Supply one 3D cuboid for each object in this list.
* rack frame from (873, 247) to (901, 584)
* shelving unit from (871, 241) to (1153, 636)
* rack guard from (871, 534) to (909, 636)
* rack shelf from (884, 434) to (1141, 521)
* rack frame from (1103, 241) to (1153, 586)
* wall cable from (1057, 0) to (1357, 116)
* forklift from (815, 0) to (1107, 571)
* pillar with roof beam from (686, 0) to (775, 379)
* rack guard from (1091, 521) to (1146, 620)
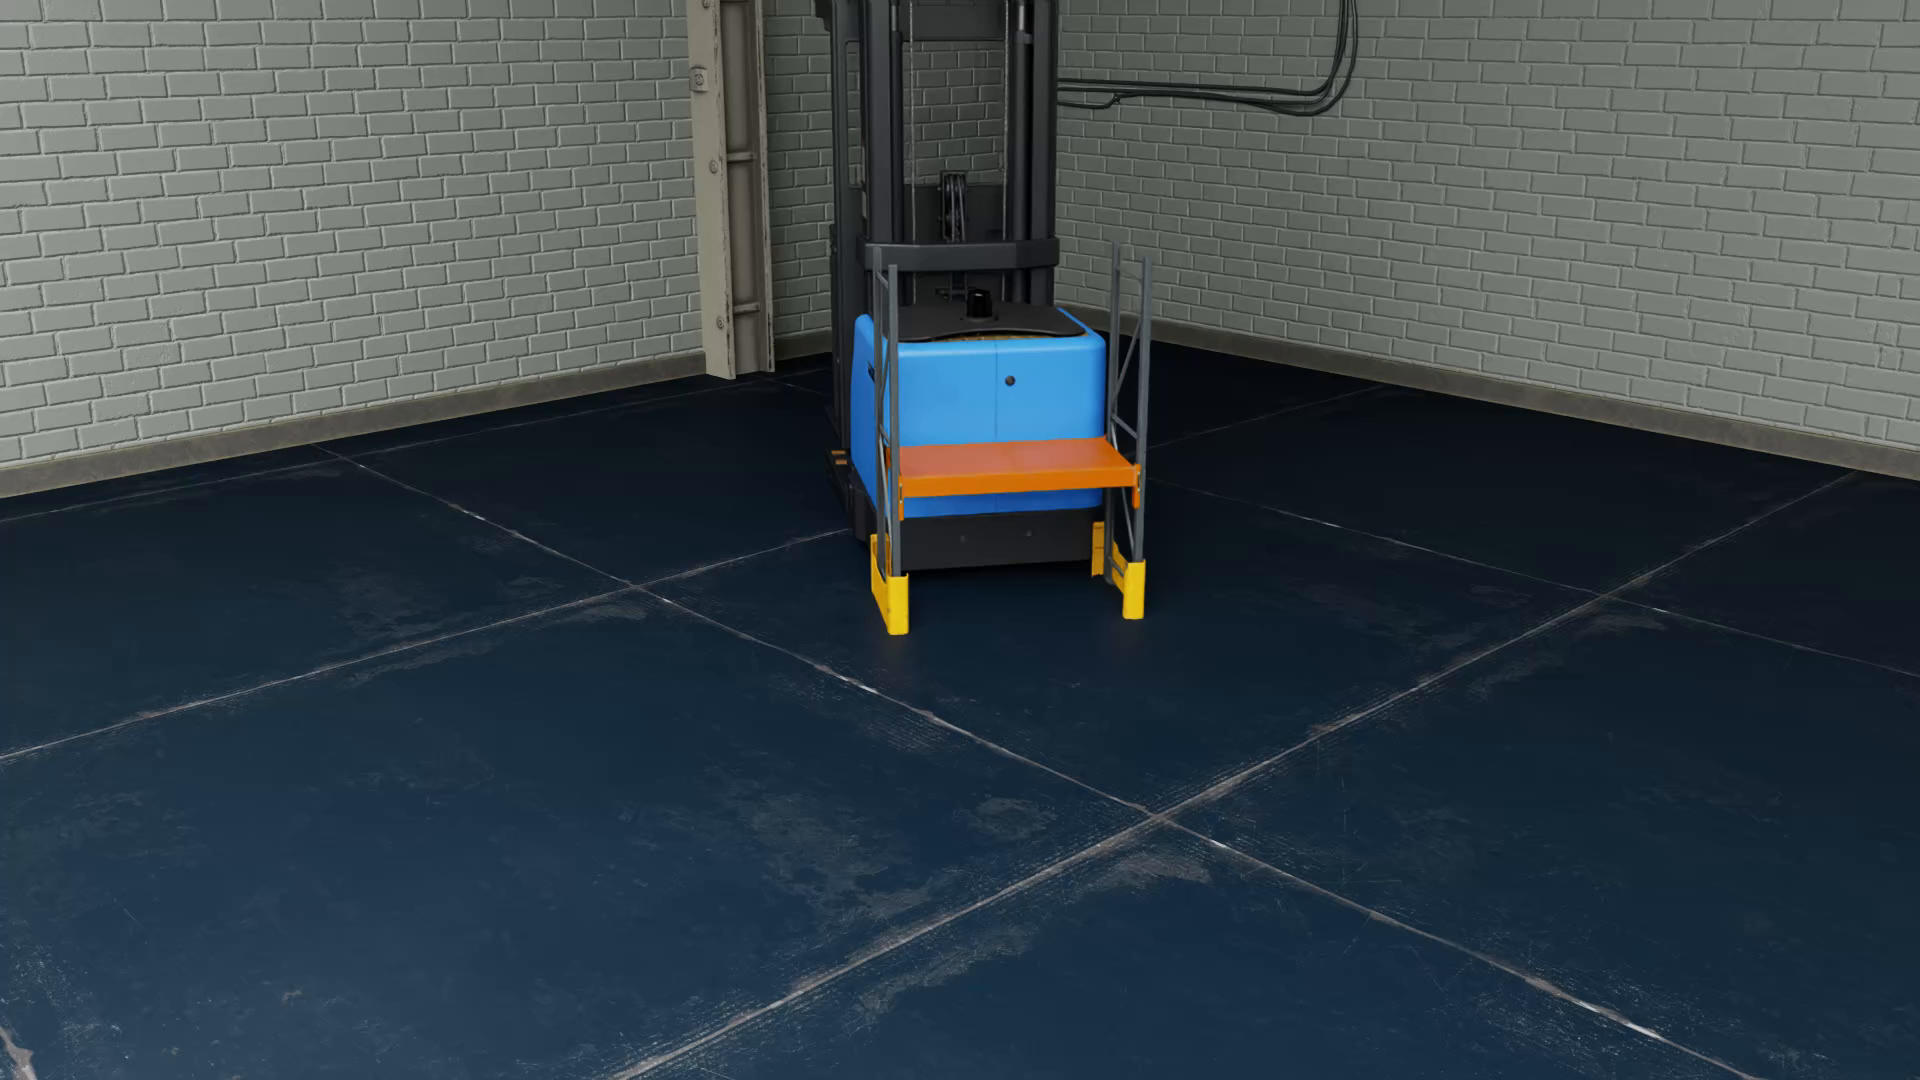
[{"bbox_3d":[-0.299,-0.413,6.828,0.032,1.500,0.500,-3,18,-10],"label":"rack frame"},{"bbox_3d":[0.192,-0.441,6.914,1.083,1.500,0.587,-3,18,-10],"label":"shelving unit"},{"bbox_3d":[-0.298,0.181,7.021,0.087,0.250,0.587,-3,18,-10],"label":"rack guard"},{"bbox_3d":[0.201,-0.271,6.971,1.000,0.185,0.538,-3,18,-10],"label":"rack shelf"},{"bbox_3d":[0.701,-0.470,7.003,0.032,1.500,0.500,-3,18,-10],"label":"rack frame"},{"bbox_3d":[1.513,-4.304,11.705,0.112,2.526,3.097,-16,24,-41],"label":"wall cable"},{"bbox_3d":[-0.118,-1.671,8.387,1.130,2.935,3.031,-3,18,-10],"label":"forklift"},{"bbox_3d":[1.422,-4.489,7.239,0.400,9.000,9.100,-16,24,-41],"label":"pillar with roof beam"},{"bbox_3d":[0.682,0.126,7.192,0.087,0.250,0.587,-3,18,-10],"label":"rack guard"}]
